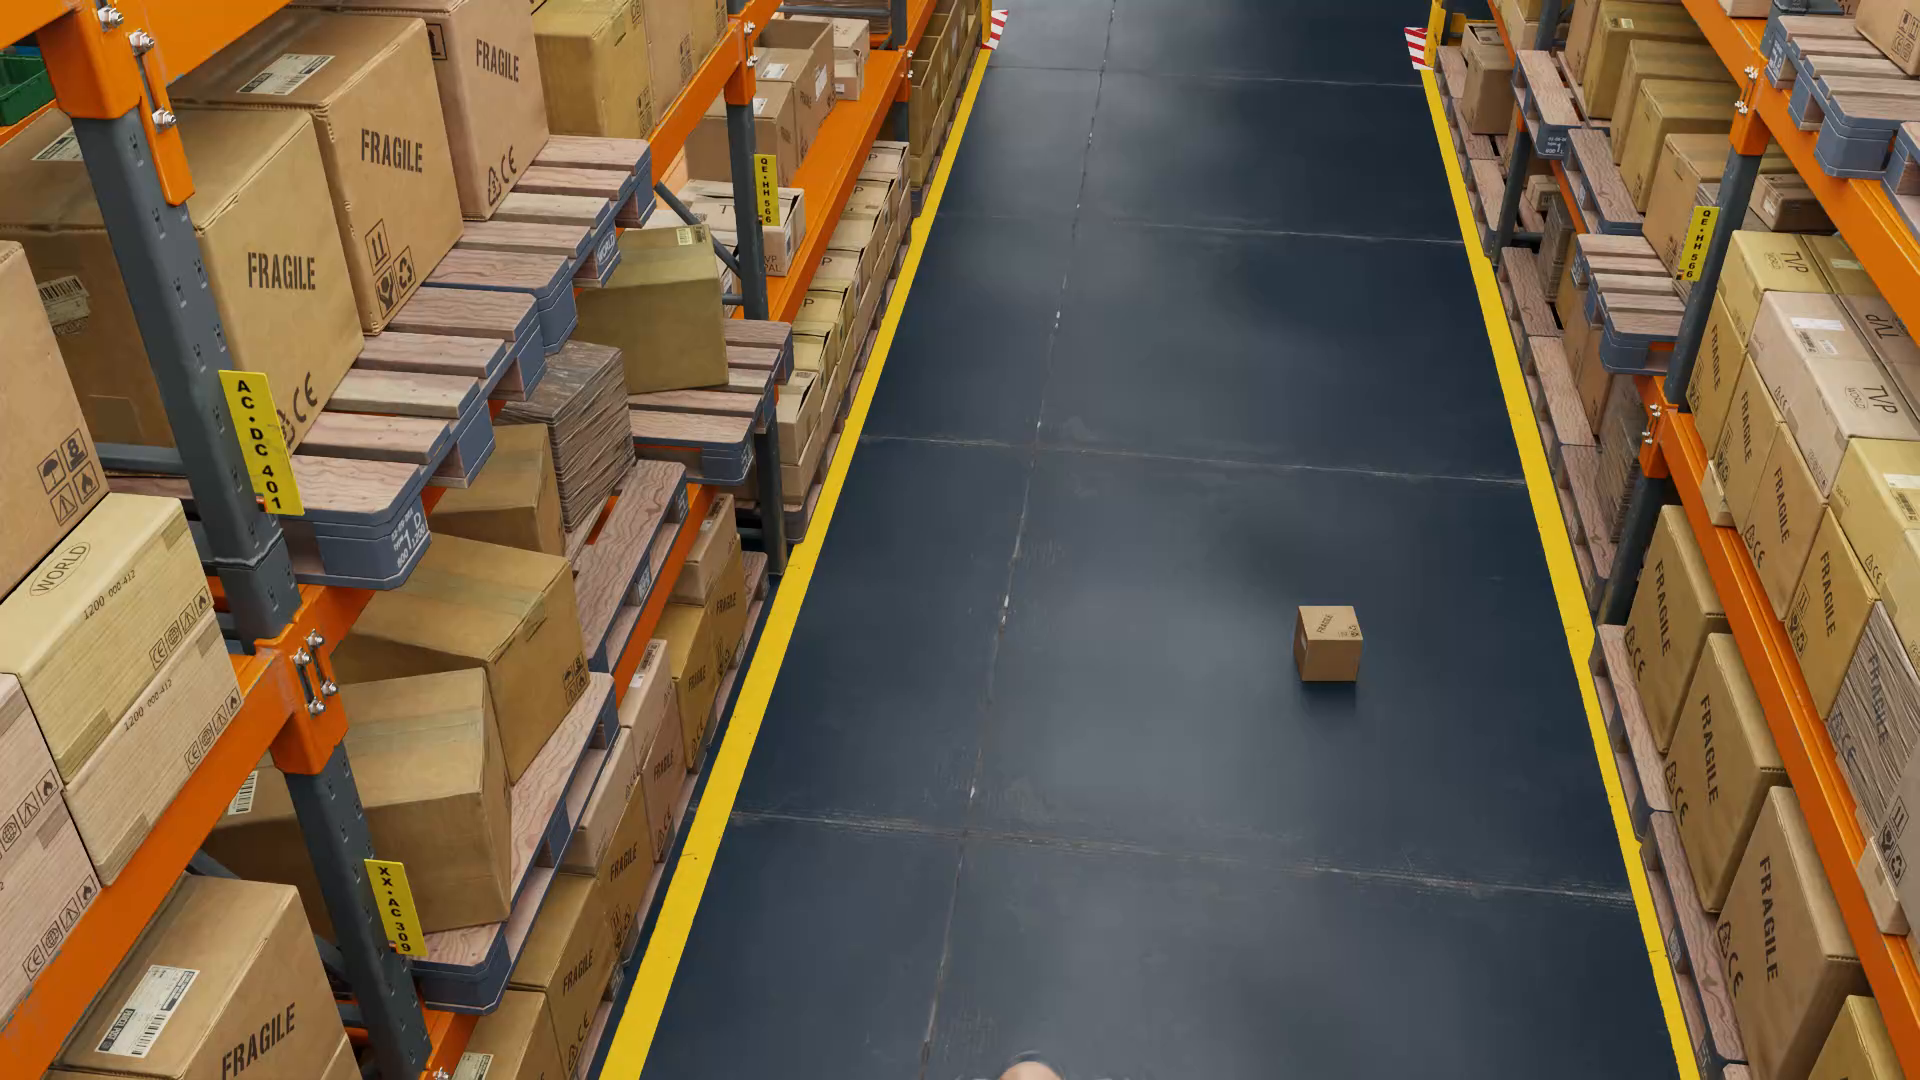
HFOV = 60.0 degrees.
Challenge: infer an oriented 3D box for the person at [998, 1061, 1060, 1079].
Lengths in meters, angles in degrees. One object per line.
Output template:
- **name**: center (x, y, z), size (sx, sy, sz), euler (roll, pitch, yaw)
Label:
- **person**: center (0.133, 2.036, 4.245), size (0.571, 1.842, 0.736), euler (10, 37, 14)
